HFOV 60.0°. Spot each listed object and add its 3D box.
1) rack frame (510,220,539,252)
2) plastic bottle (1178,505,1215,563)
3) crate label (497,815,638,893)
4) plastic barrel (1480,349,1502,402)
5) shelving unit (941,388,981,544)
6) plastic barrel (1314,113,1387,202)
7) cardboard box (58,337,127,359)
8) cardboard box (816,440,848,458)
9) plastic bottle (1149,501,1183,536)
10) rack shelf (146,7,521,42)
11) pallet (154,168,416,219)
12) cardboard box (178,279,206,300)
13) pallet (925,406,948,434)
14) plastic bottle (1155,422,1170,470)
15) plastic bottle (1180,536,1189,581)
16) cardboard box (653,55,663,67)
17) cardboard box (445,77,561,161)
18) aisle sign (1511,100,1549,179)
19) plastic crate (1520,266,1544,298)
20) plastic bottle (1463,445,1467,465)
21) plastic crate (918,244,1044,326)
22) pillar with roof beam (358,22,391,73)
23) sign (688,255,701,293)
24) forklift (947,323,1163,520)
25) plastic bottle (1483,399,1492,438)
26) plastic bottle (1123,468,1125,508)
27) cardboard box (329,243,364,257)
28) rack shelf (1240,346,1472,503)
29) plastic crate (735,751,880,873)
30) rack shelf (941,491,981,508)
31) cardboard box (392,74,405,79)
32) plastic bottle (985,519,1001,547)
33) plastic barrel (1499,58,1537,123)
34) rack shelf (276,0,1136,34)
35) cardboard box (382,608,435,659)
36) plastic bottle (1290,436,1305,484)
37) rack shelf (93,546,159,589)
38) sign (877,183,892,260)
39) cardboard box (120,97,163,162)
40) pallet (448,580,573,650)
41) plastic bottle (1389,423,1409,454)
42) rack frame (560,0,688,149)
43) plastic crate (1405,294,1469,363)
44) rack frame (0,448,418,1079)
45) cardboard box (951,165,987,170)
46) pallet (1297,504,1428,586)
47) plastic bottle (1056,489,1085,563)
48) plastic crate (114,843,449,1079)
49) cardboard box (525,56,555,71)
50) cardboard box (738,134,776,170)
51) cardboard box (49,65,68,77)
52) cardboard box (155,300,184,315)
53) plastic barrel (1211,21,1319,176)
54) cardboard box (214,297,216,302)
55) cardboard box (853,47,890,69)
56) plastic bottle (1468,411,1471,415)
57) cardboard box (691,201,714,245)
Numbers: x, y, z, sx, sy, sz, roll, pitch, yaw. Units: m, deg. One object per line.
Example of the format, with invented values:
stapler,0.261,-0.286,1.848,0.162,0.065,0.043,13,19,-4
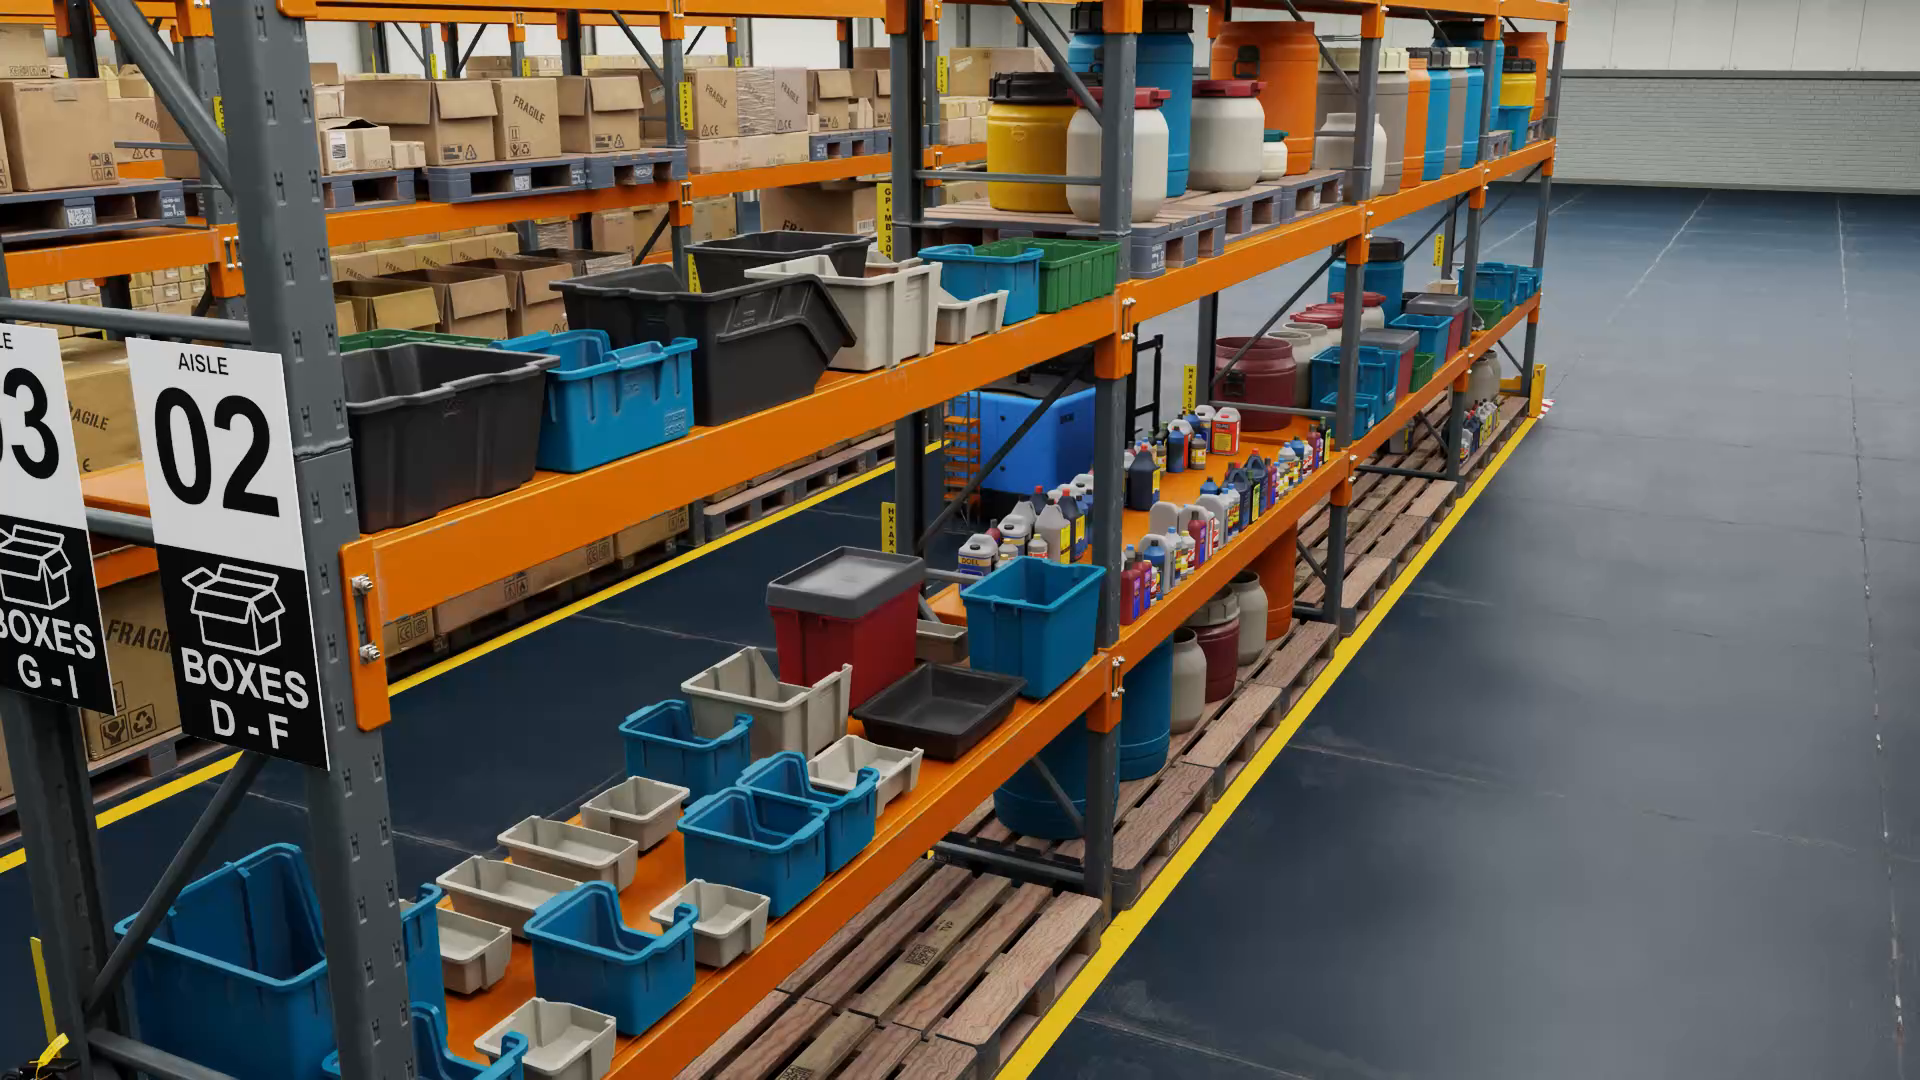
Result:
rack frame,-5.054,-3.124,18.274,1.000,3.000,0.127,8,18,25
plastic bottle,1.156,-0.045,8.126,0.152,0.276,0.135,8,18,25
crate label,-1.146,0.940,4.948,0.396,0.136,0.243,8,18,25
plastic barrel,5.331,-1.687,17.069,0.421,0.512,0.421,0,17,0
shelving unit,0.006,-0.579,12.866,0.258,1.200,0.189,8,18,25
plastic barrel,2.394,-2.350,10.203,0.421,0.512,0.421,0,17,0
cardboard box,-4.680,-0.770,8.773,0.500,0.500,0.500,8,18,25
cardboard box,-1.435,-1.064,14.958,0.700,0.500,0.500,6,18,21
plastic bottle,1.019,-0.064,8.191,0.152,0.276,0.135,8,18,25
rack shelf,-5.948,-4.954,15.864,1.077,0.370,4.000,8,18,25
pallet,-3.871,-2.015,9.609,0.805,0.209,1.217,7,18,23
cardboard box,-6.655,-2.145,14.158,0.380,0.149,0.250,9,19,27
pallet,-0.394,-1.306,17.051,1.003,0.211,1.213,8,18,25
plastic bottle,1.192,-0.547,9.802,0.061,0.283,0.133,8,18,25
plastic bottle,1.025,0.082,7.827,0.097,0.201,0.097,0,17,0
cardboard box,-3.682,-5.639,19.601,0.380,0.149,0.250,8,18,25
cardboard box,-2.965,-2.740,10.799,0.500,0.500,0.500,9,19,28
aisle sign,5.854,-4.083,16.936,0.394,0.787,0.004,8,18,25
plastic crate,5.600,-2.619,16.835,0.499,0.251,0.616,8,18,25
plastic bottle,4.349,-0.758,14.449,0.097,0.201,0.097,0,17,0
plastic crate,0.073,-0.884,5.760,0.416,0.233,0.300,8,18,25
pillar with roof beam,-6.768,-9.171,28.097,9.100,9.000,0.400,8,18,25
sign,-1.951,-1.934,12.232,0.100,0.325,0.005,8,18,25
forklift,1.129,-1.860,14.138,1.130,2.935,3.031,11,20,32
plastic bottle,4.858,-1.135,15.456,0.144,0.351,0.185,9,19,28
plastic bottle,0.804,-0.332,8.960,0.144,0.351,0.185,8,18,25
cardboard box,-6.180,-3.005,15.943,0.700,0.500,0.500,8,18,25
rack shelf,2.875,-0.983,12.328,1.077,0.370,4.000,8,18,25
plastic crate,-0.466,0.838,5.122,0.416,0.233,0.300,8,18,25
rack shelf,0.006,-0.306,12.947,0.258,0.103,0.180,8,18,25
cardboard box,-7.777,-6.262,22.612,0.380,0.149,0.250,8,19,26
plastic bottle,0.144,0.050,7.791,0.061,0.283,0.133,8,18,25
plastic barrel,5.161,-4.279,15.826,0.600,0.588,0.600,0,17,0
rack shelf,-0.700,-1.629,4.670,1.077,0.370,4.000,8,18,25
cardboard box,-3.969,0.222,10.002,1.225,0.875,0.875,8,18,26
plastic bottle,1.924,-0.464,9.543,0.097,0.271,0.097,0,17,0
rack shelf,-5.131,0.425,7.589,1.077,0.370,4.000,8,18,25
sign,-0.297,-1.312,6.889,0.100,0.325,0.005,8,18,25
cardboard box,-6.869,-3.413,13.804,0.500,0.500,0.500,8,18,25
pallet,-3.416,0.389,11.343,1.003,0.211,1.213,8,18,25
plastic bottle,3.928,-0.960,14.869,0.144,0.351,0.185,8,18,25
rack frame,-2.449,-4.324,11.778,1.000,3.000,0.127,8,18,25
plastic crate,3.826,-1.705,13.386,0.402,0.464,0.583,8,18,25
rack frame,-1.593,1.220,3.650,1.000,3.000,0.127,8,18,25
cardboard box,0.184,-3.796,18.084,0.500,0.500,0.500,8,18,25
pallet,2.909,0.017,12.598,1.003,0.211,1.213,8,18,25
plastic bottle,0.524,-0.080,8.113,0.144,0.351,0.185,8,18,25
plastic crate,-1.611,1.065,4.004,0.616,0.435,0.499,8,18,25
cardboard box,-4.587,-5.122,17.861,0.380,0.149,0.250,8,18,26
cardboard box,-1.782,-3.032,12.961,0.500,0.250,0.500,9,19,27
cardboard box,-10.109,-5.108,18.335,0.500,0.250,0.500,8,19,26
cardboard box,-6.763,-1.939,13.987,0.380,0.149,0.250,8,18,25
plastic barrel,1.725,-2.519,9.477,0.600,0.830,0.708,8,18,25
cardboard box,-6.399,-2.233,15.099,0.500,0.500,0.500,8,18,26
cardboard box,-0.689,-4.482,16.003,0.500,0.500,0.500,8,18,24
plastic bottle,4.809,-1.117,15.658,0.097,0.201,0.097,0,17,0
cardboard box,-3.618,-3.972,20.864,0.875,0.550,0.550,8,18,25
